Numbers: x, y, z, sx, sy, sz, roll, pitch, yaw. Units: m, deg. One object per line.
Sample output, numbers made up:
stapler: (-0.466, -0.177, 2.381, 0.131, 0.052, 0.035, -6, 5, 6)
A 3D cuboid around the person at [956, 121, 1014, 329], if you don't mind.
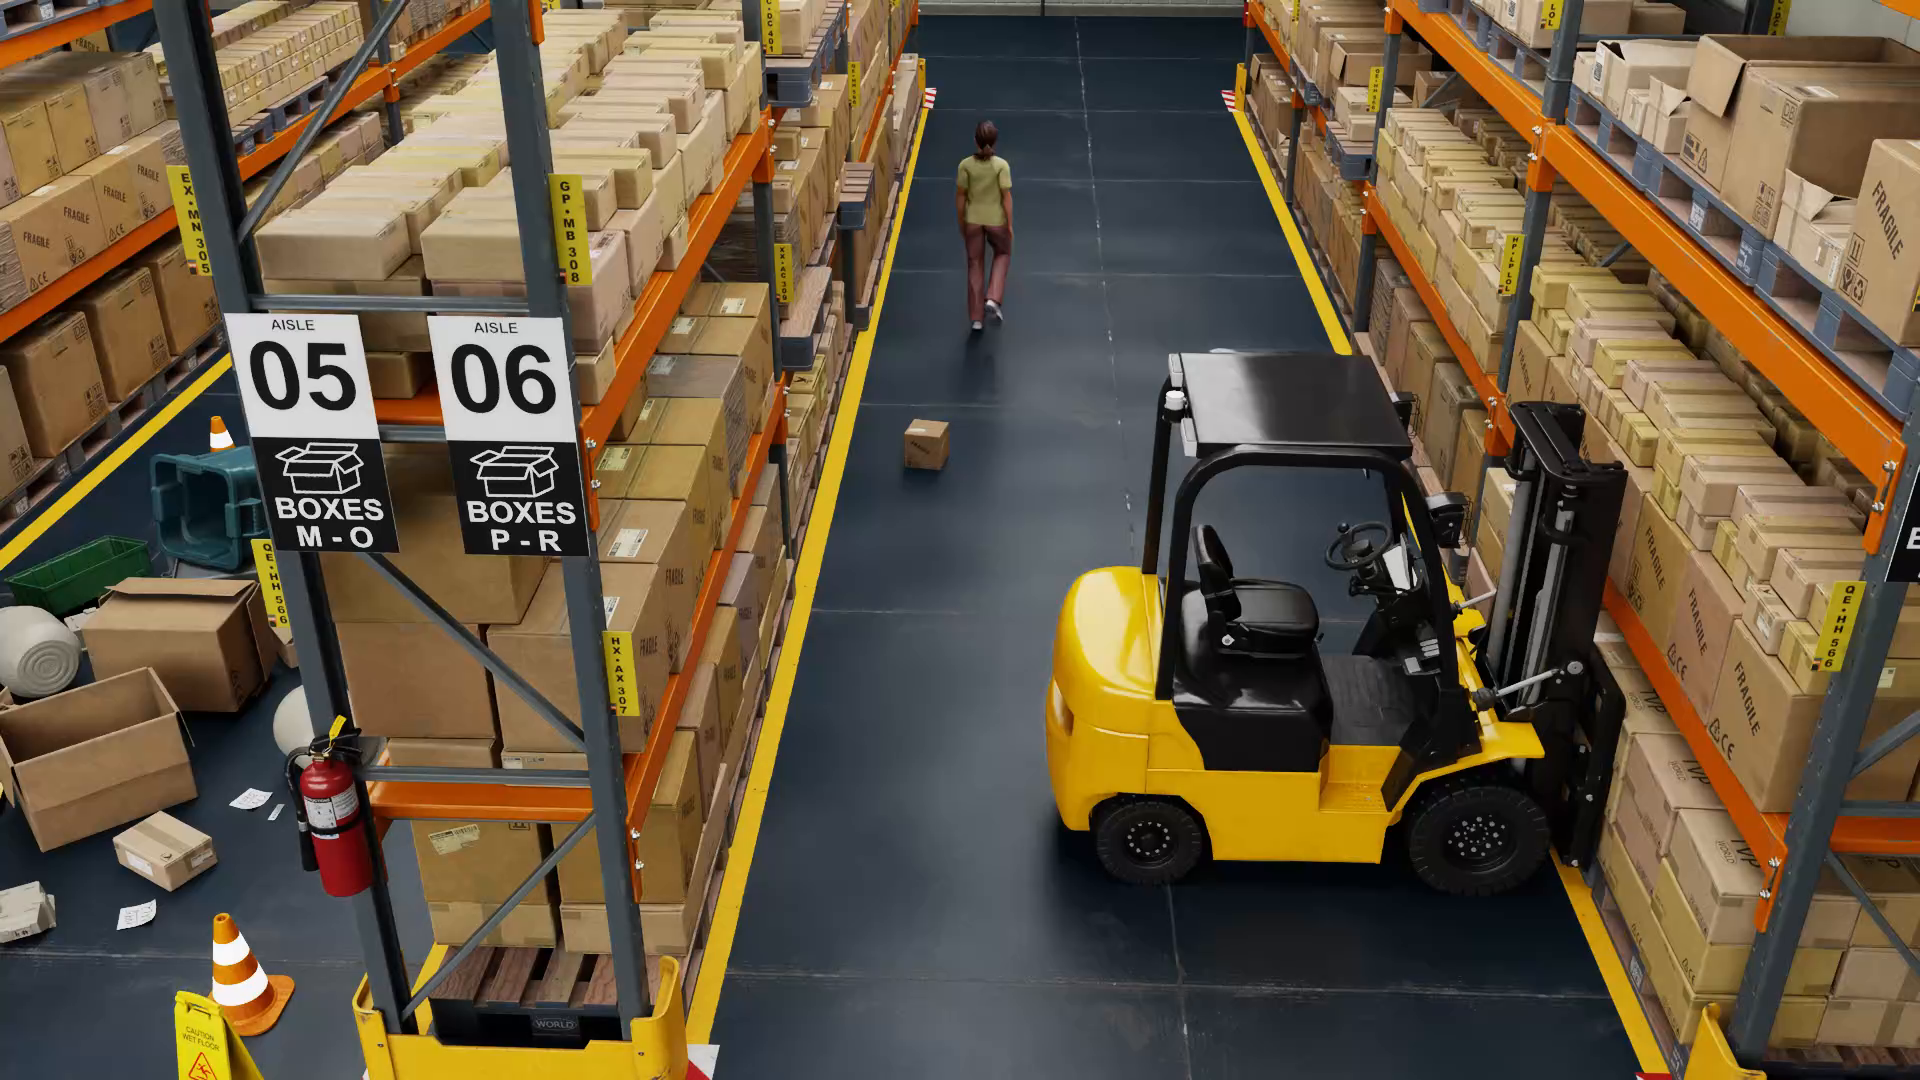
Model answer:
person: (0.201, -2.533, 13.341, 0.468, 1.682, 0.462, 2, 28, 3)
